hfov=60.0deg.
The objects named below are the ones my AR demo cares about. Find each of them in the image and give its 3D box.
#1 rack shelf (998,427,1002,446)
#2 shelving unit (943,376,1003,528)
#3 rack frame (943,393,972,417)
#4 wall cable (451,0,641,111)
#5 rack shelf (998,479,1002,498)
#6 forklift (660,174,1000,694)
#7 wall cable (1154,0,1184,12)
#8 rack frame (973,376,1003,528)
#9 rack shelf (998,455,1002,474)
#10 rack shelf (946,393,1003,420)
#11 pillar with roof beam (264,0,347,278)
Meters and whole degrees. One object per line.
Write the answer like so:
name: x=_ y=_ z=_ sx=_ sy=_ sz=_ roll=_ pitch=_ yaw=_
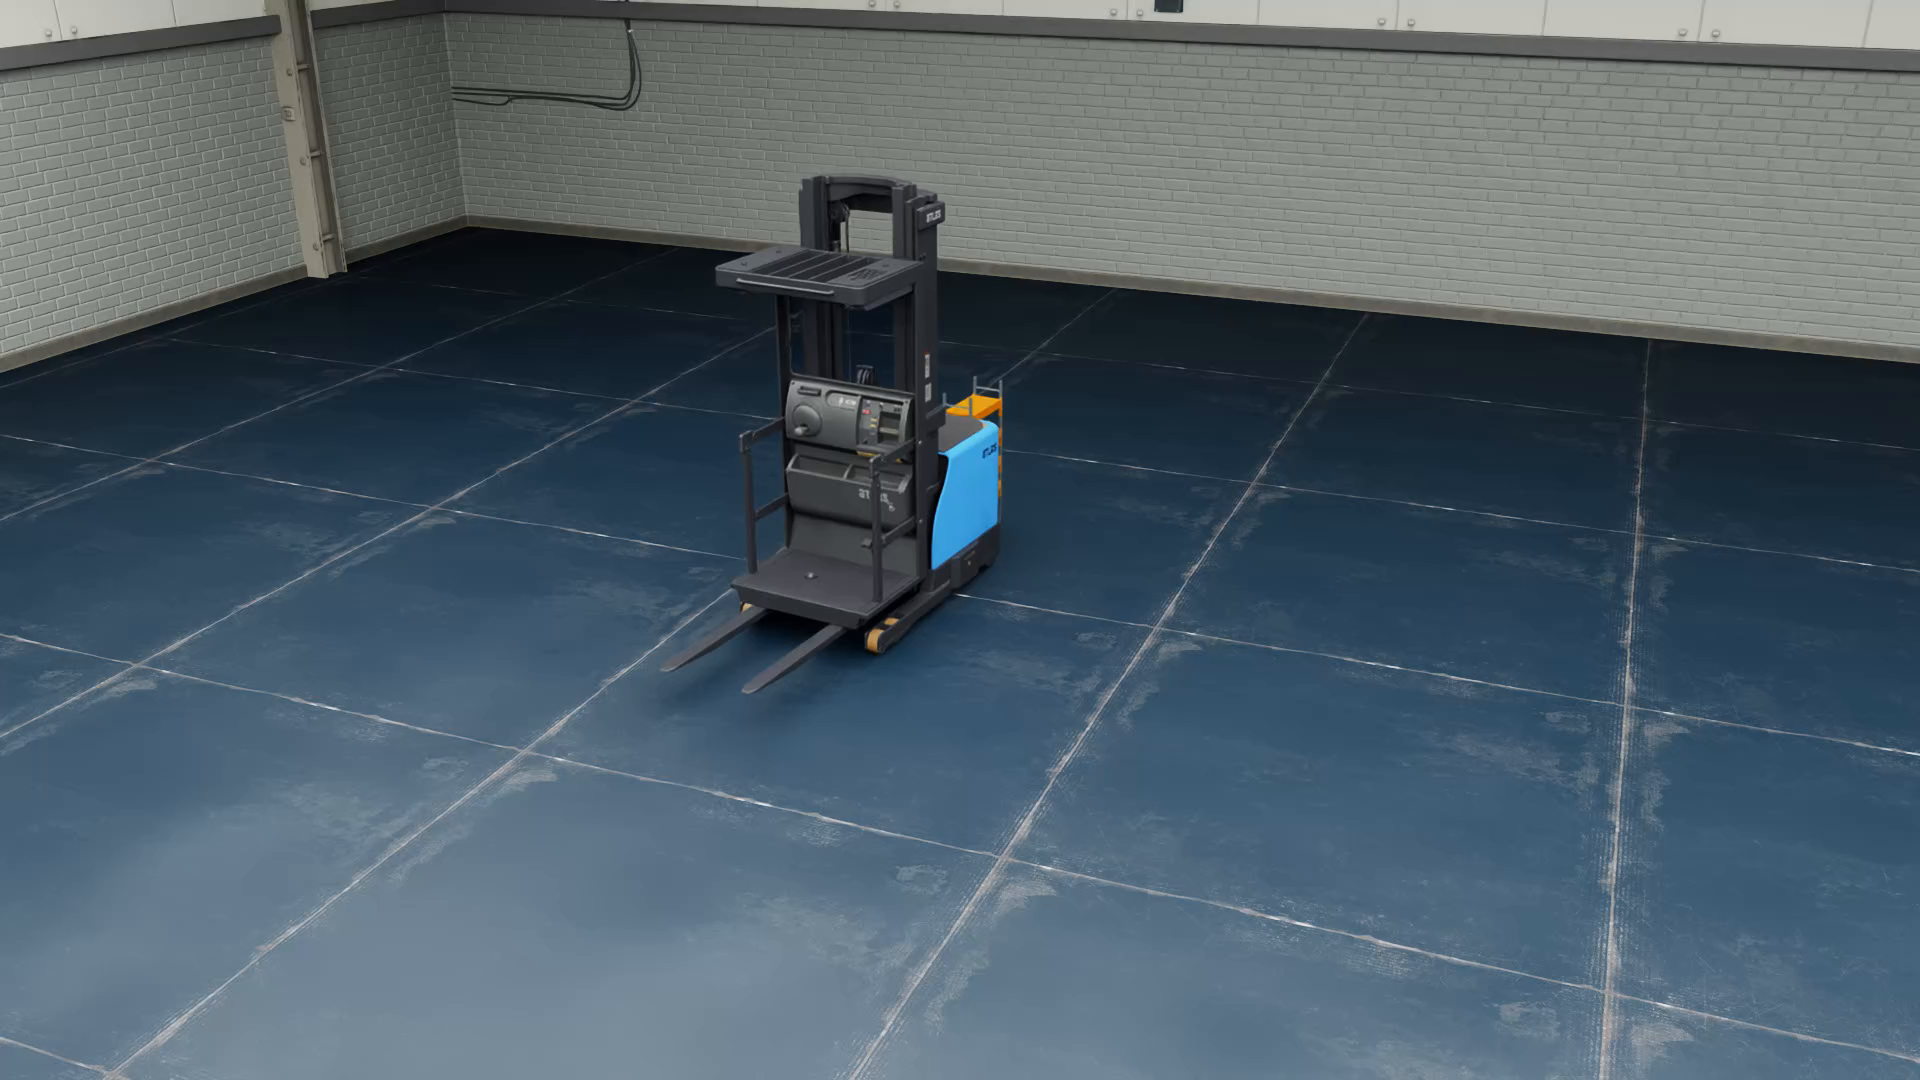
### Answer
rack shelf: x=0.096 y=-0.729 z=12.533 sx=0.258 sy=0.148 sz=0.480 roll=12 pitch=25 yaw=26
shelving unit: x=0.096 y=-0.585 z=12.594 sx=0.258 sy=1.200 sz=0.503 roll=12 pitch=25 yaw=26
rack frame: x=-0.019 y=-0.502 z=12.395 sx=0.240 sy=1.200 sz=0.015 roll=12 pitch=25 yaw=26
wall cable: x=-5.551 y=-6.897 z=21.616 sx=3.097 sy=2.526 sz=0.112 roll=9 pitch=24 yaw=20
rack shelf: x=0.096 y=-0.340 z=12.696 sx=0.258 sy=0.148 sz=0.480 roll=12 pitch=25 yaw=26
forklift: x=-0.846 y=-0.800 z=10.862 sx=1.130 sy=2.935 sz=3.031 roll=12 pitch=25 yaw=26
wall cable: x=3.257 y=-8.534 z=17.094 sx=2.305 sy=6.003 sz=0.169 roll=9 pitch=24 yaw=20
rack frame: x=0.211 y=-0.668 z=12.792 sx=0.240 sy=1.200 sz=0.015 roll=12 pitch=25 yaw=26
rack shelf: x=0.096 y=-0.523 z=12.620 sx=0.258 sy=0.148 sz=0.480 roll=12 pitch=25 yaw=26
rack shelf: x=0.096 y=-0.948 z=12.442 sx=0.258 sy=0.148 sz=0.480 roll=12 pitch=25 yaw=26
pillar with roof beam: x=-3.876 y=-6.849 z=17.471 sx=9.100 sy=9.000 sz=0.400 roll=9 pitch=24 yaw=20
